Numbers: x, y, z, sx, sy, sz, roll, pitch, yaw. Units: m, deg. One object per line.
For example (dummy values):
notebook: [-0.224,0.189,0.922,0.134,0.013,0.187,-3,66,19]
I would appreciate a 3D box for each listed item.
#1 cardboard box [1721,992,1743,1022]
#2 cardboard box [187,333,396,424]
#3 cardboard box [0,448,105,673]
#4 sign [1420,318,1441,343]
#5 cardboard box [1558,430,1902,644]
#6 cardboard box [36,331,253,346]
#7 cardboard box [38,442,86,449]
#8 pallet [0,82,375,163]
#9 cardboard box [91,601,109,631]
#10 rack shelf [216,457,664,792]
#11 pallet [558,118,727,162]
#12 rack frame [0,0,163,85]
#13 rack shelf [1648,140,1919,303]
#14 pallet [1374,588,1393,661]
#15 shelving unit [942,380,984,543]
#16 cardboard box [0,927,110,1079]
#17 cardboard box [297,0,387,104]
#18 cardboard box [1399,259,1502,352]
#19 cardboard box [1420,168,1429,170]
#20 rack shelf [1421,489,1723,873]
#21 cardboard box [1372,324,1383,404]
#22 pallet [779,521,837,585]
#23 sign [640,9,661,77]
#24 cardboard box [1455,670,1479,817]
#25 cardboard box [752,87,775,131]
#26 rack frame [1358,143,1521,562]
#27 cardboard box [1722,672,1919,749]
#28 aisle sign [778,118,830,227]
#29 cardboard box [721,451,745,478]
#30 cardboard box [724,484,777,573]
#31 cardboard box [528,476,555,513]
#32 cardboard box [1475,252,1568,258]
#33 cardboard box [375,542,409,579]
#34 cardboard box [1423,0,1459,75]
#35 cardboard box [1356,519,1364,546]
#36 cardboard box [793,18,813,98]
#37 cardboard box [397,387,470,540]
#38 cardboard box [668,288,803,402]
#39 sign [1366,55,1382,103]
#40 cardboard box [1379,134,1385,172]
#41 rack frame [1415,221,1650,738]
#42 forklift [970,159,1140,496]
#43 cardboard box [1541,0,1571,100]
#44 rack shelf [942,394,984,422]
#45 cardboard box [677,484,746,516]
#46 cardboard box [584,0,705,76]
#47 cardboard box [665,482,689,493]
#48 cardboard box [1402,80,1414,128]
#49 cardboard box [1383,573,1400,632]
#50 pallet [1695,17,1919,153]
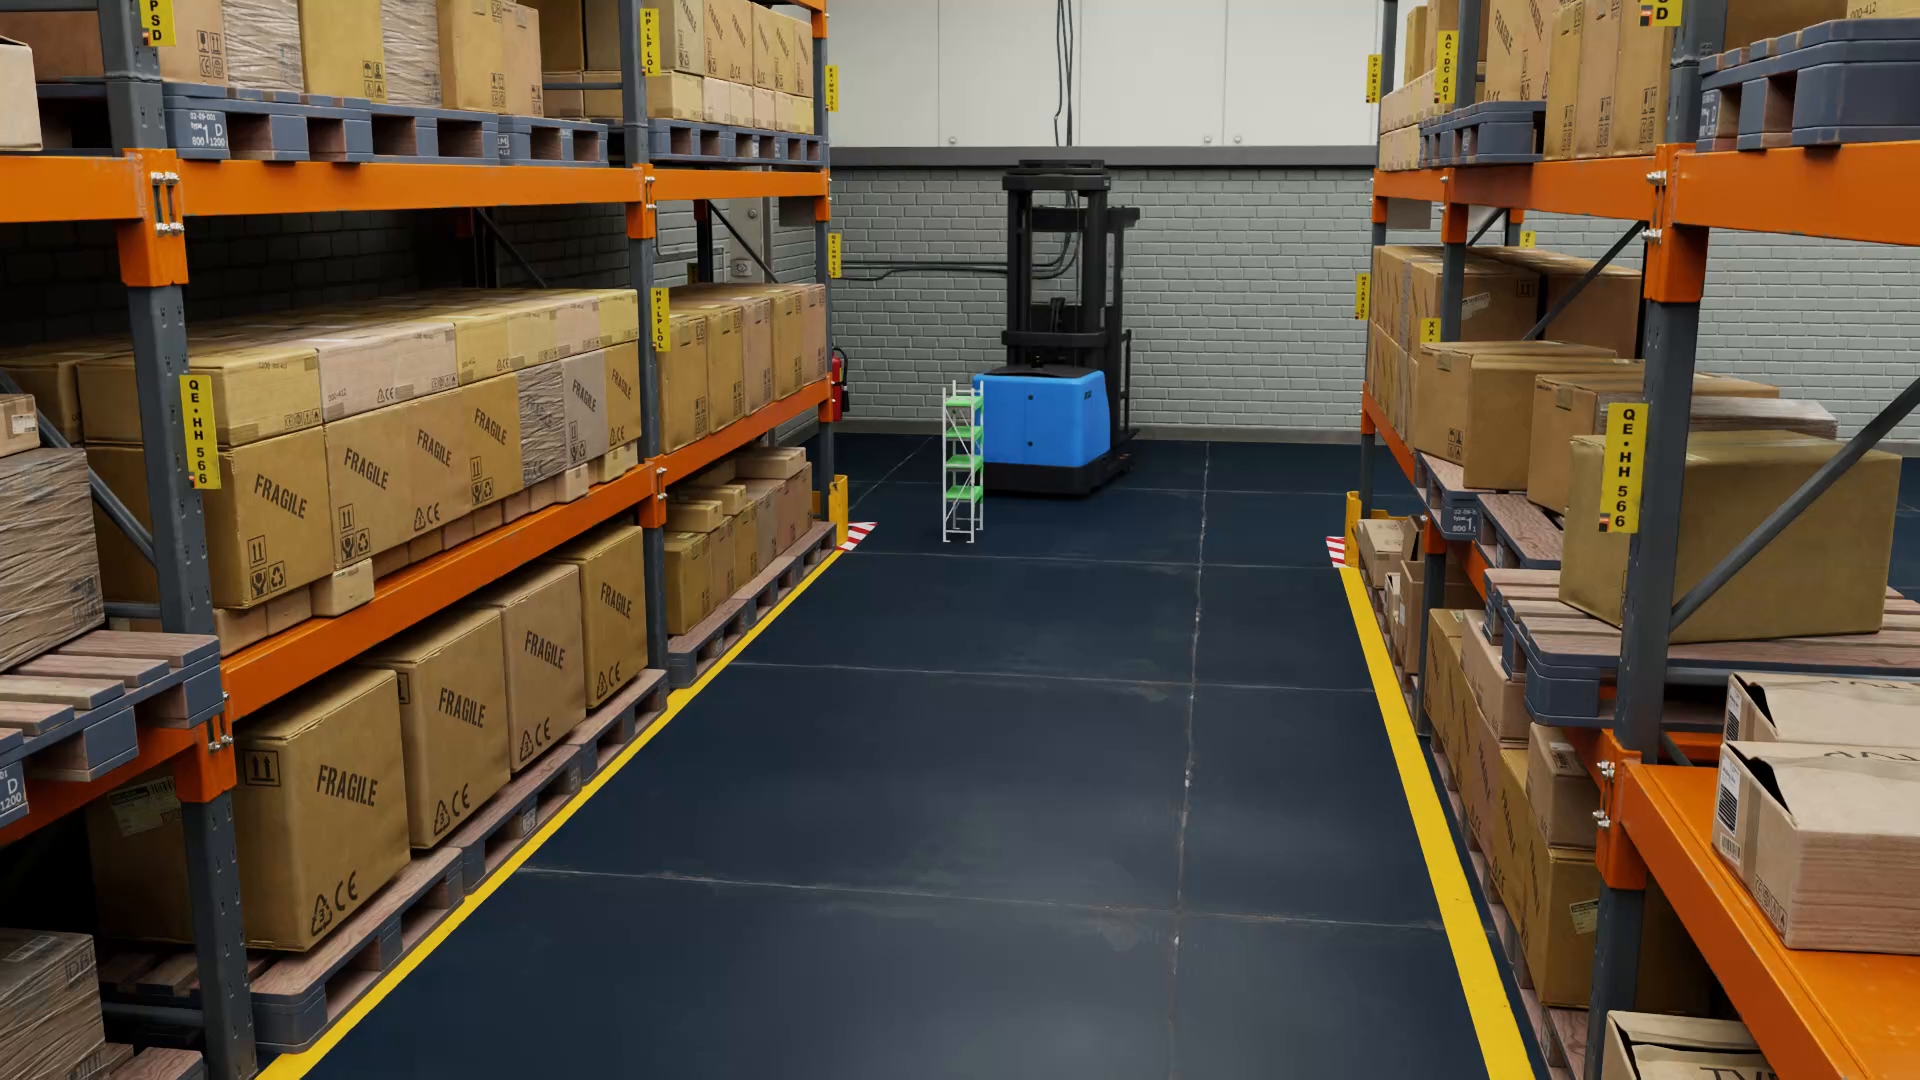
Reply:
cardboard box: [2.544,1.287,4.793,0.500,0.500,0.500,2,12,11]
cardboard box: [-2.297,-0.563,5.716,0.500,0.250,0.500,2,12,8]
cardboard box: [-2.766,0.040,4.408,0.700,0.500,0.500,0,12,2]
sign: [2.269,-0.907,8.025,0.100,0.325,0.005,2,12,9]
cardboard box: [2.177,-0.024,4.749,0.700,0.500,0.500,-2,12,-10]
cardboard box: [-2.807,-0.576,5.774,0.500,0.250,0.500,1,12,7]
cardboard box: [-2.892,-0.105,5.372,0.500,0.500,0.500,2,12,9]
pallet: [-2.657,-1.304,5.254,1.213,0.211,1.003,2,12,11]
cardboard box: [-2.907,0.242,5.297,0.380,0.149,0.250,2,12,10]
rack shelf: [-2.396,0.141,6.928,1.077,0.370,4.000,2,12,9]
pallet: [-1.953,-2.220,9.266,1.003,0.211,1.213,2,12,9]
rack frame: [-2.704,-2.727,4.288,1.000,3.000,0.127,2,12,9]
rack shelf: [1.884,-0.333,2.007,1.077,0.370,4.000,2,12,9]
pallet: [3.098,0.498,10.181,1.003,0.211,1.213,2,12,9]
shelving unit: [0.025,-0.621,13.027,0.258,1.200,0.503,2,12,9]
cardboard box: [-2.763,1.364,4.434,0.700,0.500,0.500,2,12,9]
cardboard box: [-2.559,-1.854,6.076,0.700,0.500,0.500,3,12,12]
cardboard box: [2.782,-1.330,9.436,0.500,0.500,0.500,2,12,9]
cardboard box: [2.706,-2.074,8.733,0.500,0.250,0.500,2,12,9]
rack shelf: [2.499,0.301,6.186,1.077,0.370,4.000,2,12,9]
cardboard box: [3.019,-1.158,11.008,0.500,0.500,0.500,2,12,8]
pallet: [-1.519,0.072,12.157,1.003,0.211,1.213,2,12,9]
sign: [-1.551,-2.485,8.308,0.100,0.325,0.005,2,12,9]
cardboard box: [2.336,0.847,6.830,0.500,0.500,0.500,2,12,9]
cardboard box: [-1.478,-2.729,10.539,0.500,0.250,0.500,2,12,7]
rack frame: [3.422,-1.300,11.906,1.000,3.000,0.127,2,12,9]
cardboard box: [2.092,0.483,3.843,0.500,0.311,0.500,3,12,12]
aisle sign: [-1.166,-2.736,12.398,0.394,0.787,0.004,2,12,9]
cardboard box: [-1.738,-0.538,11.768,0.380,0.149,0.250,2,12,9]
cardboard box: [-1.636,-0.085,11.206,0.700,0.500,0.500,1,12,7]
cardboard box: [-2.047,-0.223,7.458,0.380,0.149,0.250,2,12,9]
cardboard box: [3.473,-1.523,10.329,0.500,0.500,0.500,2,12,10]
cardboard box: [-2.304,0.042,6.227,0.380,0.149,0.250,2,12,10]
cardboard box: [3.058,-2.887,9.537,0.700,0.500,0.500,2,12,9]
cardboard box: [3.018,-0.046,11.807,0.380,0.149,0.250,2,12,9]
cardboard box: [-1.317,-3.312,11.465,0.500,0.500,0.500,2,12,8]
cardboard box: [-2.209,-0.303,6.290,0.500,0.500,0.500,2,12,8]
cardboard box: [-1.643,-1.348,11.417,0.980,0.700,0.700,2,12,8]
sign: [2.886,-3.211,11.580,0.100,0.325,0.005,2,12,9]
cardboard box: [3.092,-2.594,11.148,0.500,0.250,0.500,2,12,9]
rack frame: [2.807,-0.467,8.043,1.000,3.000,0.127,2,12,9]
forklift: [1.053,-2.091,15.737,1.130,2.935,3.031,4,13,19]
cardboard box: [2.454,-1.857,5.897,0.600,0.600,0.600,1,12,6]
rack shelf: [0.025,-1.028,12.939,0.258,0.148,0.480,2,12,9]
cardboard box: [-1.559,-0.254,10.449,0.380,0.149,0.250,2,12,7]
cardboard box: [-1.702,-2.780,8.996,0.500,0.500,0.500,2,12,8]
cardboard box: [-1.932,-0.273,10.539,0.380,0.149,0.250,2,12,9]
cardboard box: [2.850,-2.527,9.648,0.500,0.250,0.500,2,12,9]
cardboard box: [2.729,0.348,9.597,0.500,0.311,0.500,2,12,9]
pallet: [2.175,-0.865,3.214,1.213,0.211,1.003,2,12,11]
